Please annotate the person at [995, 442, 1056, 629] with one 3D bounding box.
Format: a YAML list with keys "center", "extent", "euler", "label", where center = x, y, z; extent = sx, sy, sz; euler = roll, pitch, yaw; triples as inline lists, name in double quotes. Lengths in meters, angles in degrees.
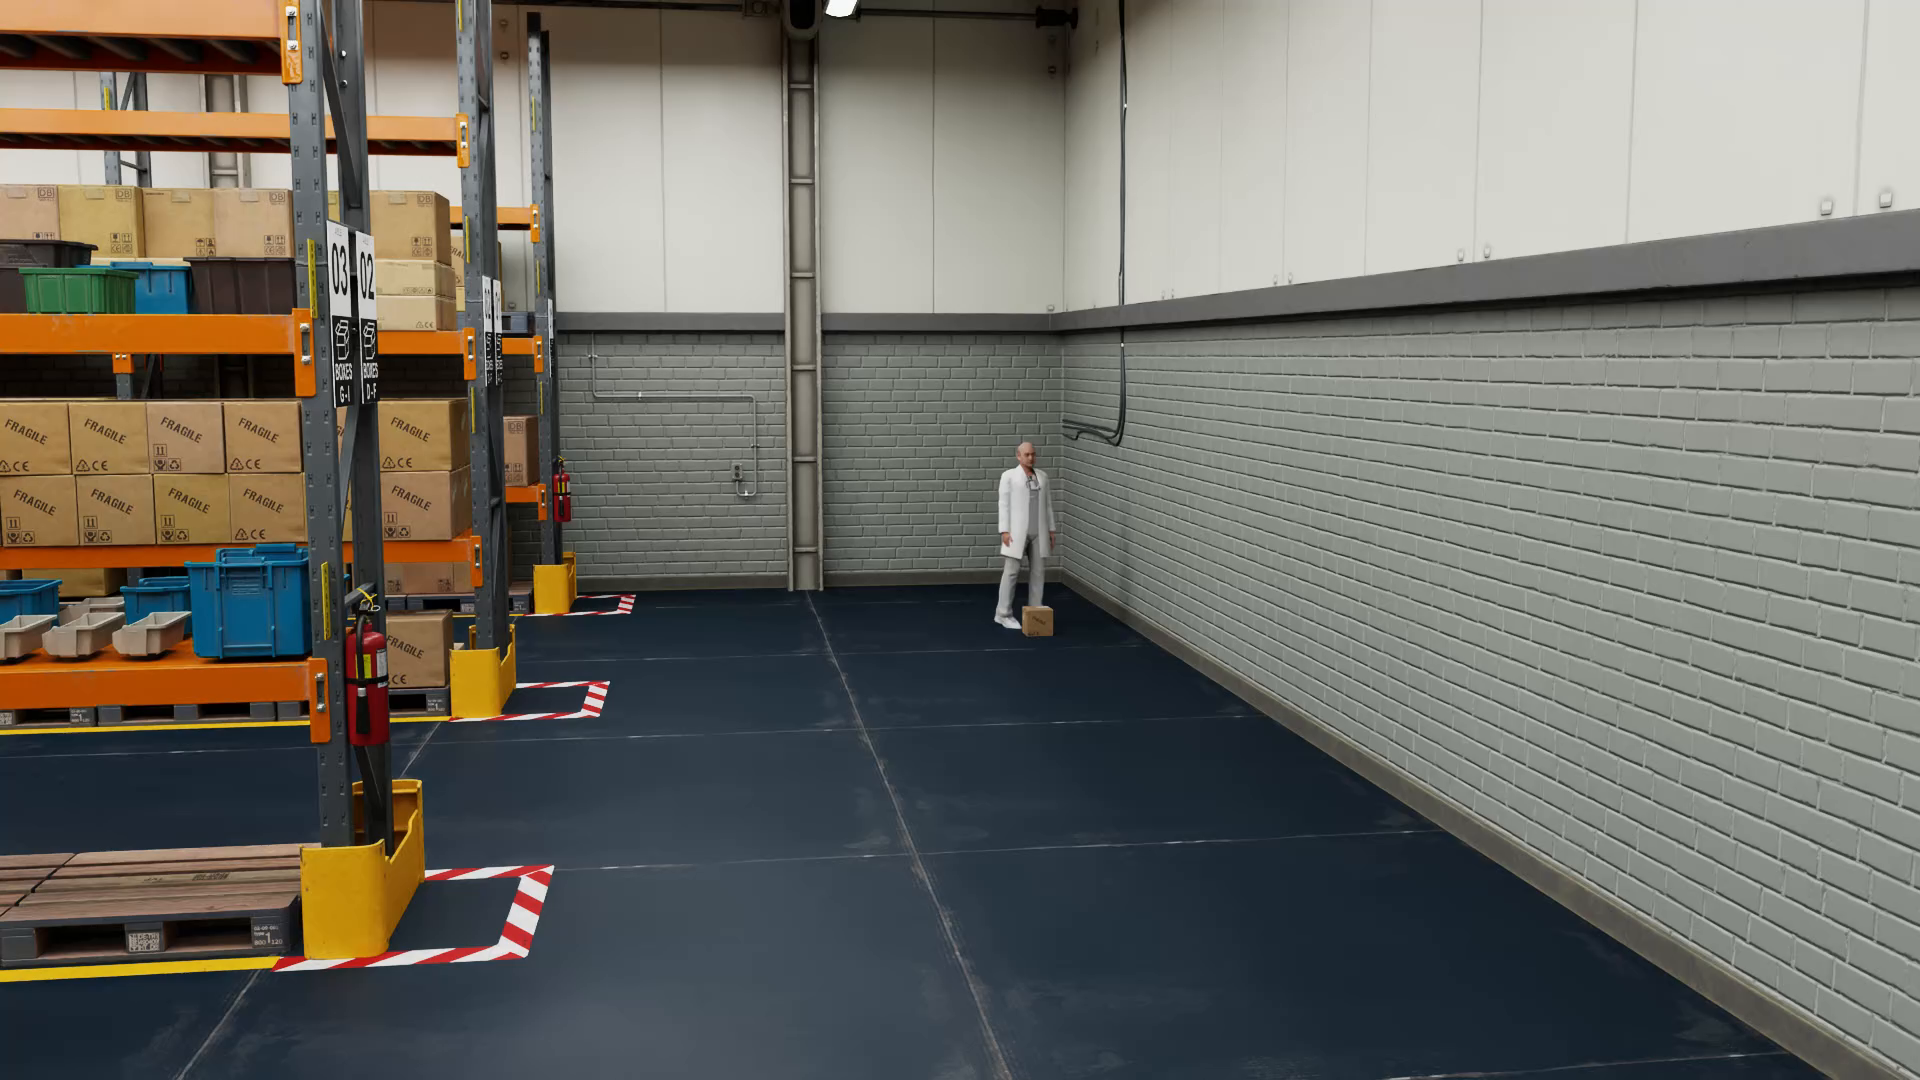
- center: [0.682, -0.038, 16.157]
  extent: [0.624, 1.818, 0.436]
  euler: [-3, 7, -22]
  label: "person"
